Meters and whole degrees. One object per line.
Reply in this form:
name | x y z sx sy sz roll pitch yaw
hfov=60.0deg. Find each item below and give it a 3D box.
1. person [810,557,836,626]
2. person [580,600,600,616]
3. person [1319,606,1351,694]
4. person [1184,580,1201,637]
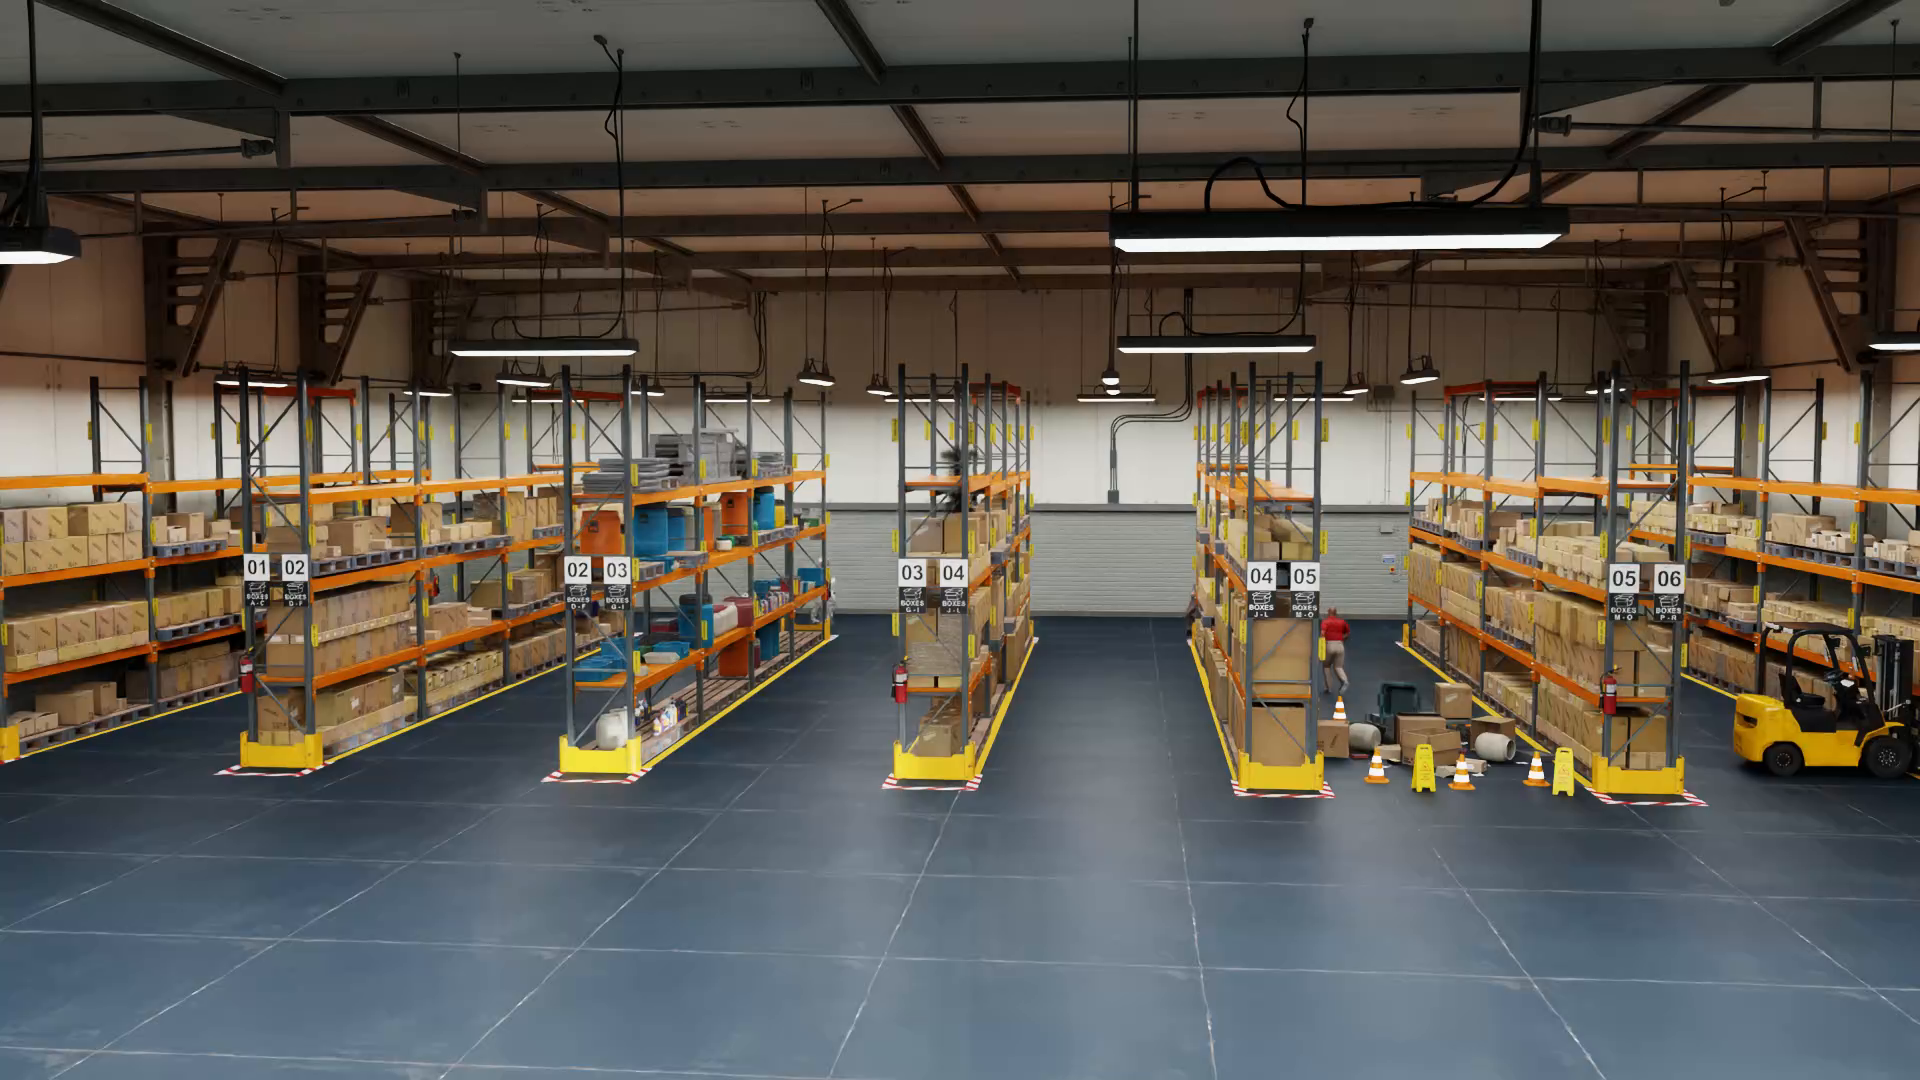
person | -3.527 1.335 43.326 0.851 1.836 0.666 2 4 31
person | -9.325 1.479 42.092 0.829 1.625 0.601 1 4 9
person | 7.195 2.168 31.840 0.659 1.608 0.830 0 4 -7
person | 5.910 1.543 40.884 0.707 1.735 0.664 -3 4 -35
